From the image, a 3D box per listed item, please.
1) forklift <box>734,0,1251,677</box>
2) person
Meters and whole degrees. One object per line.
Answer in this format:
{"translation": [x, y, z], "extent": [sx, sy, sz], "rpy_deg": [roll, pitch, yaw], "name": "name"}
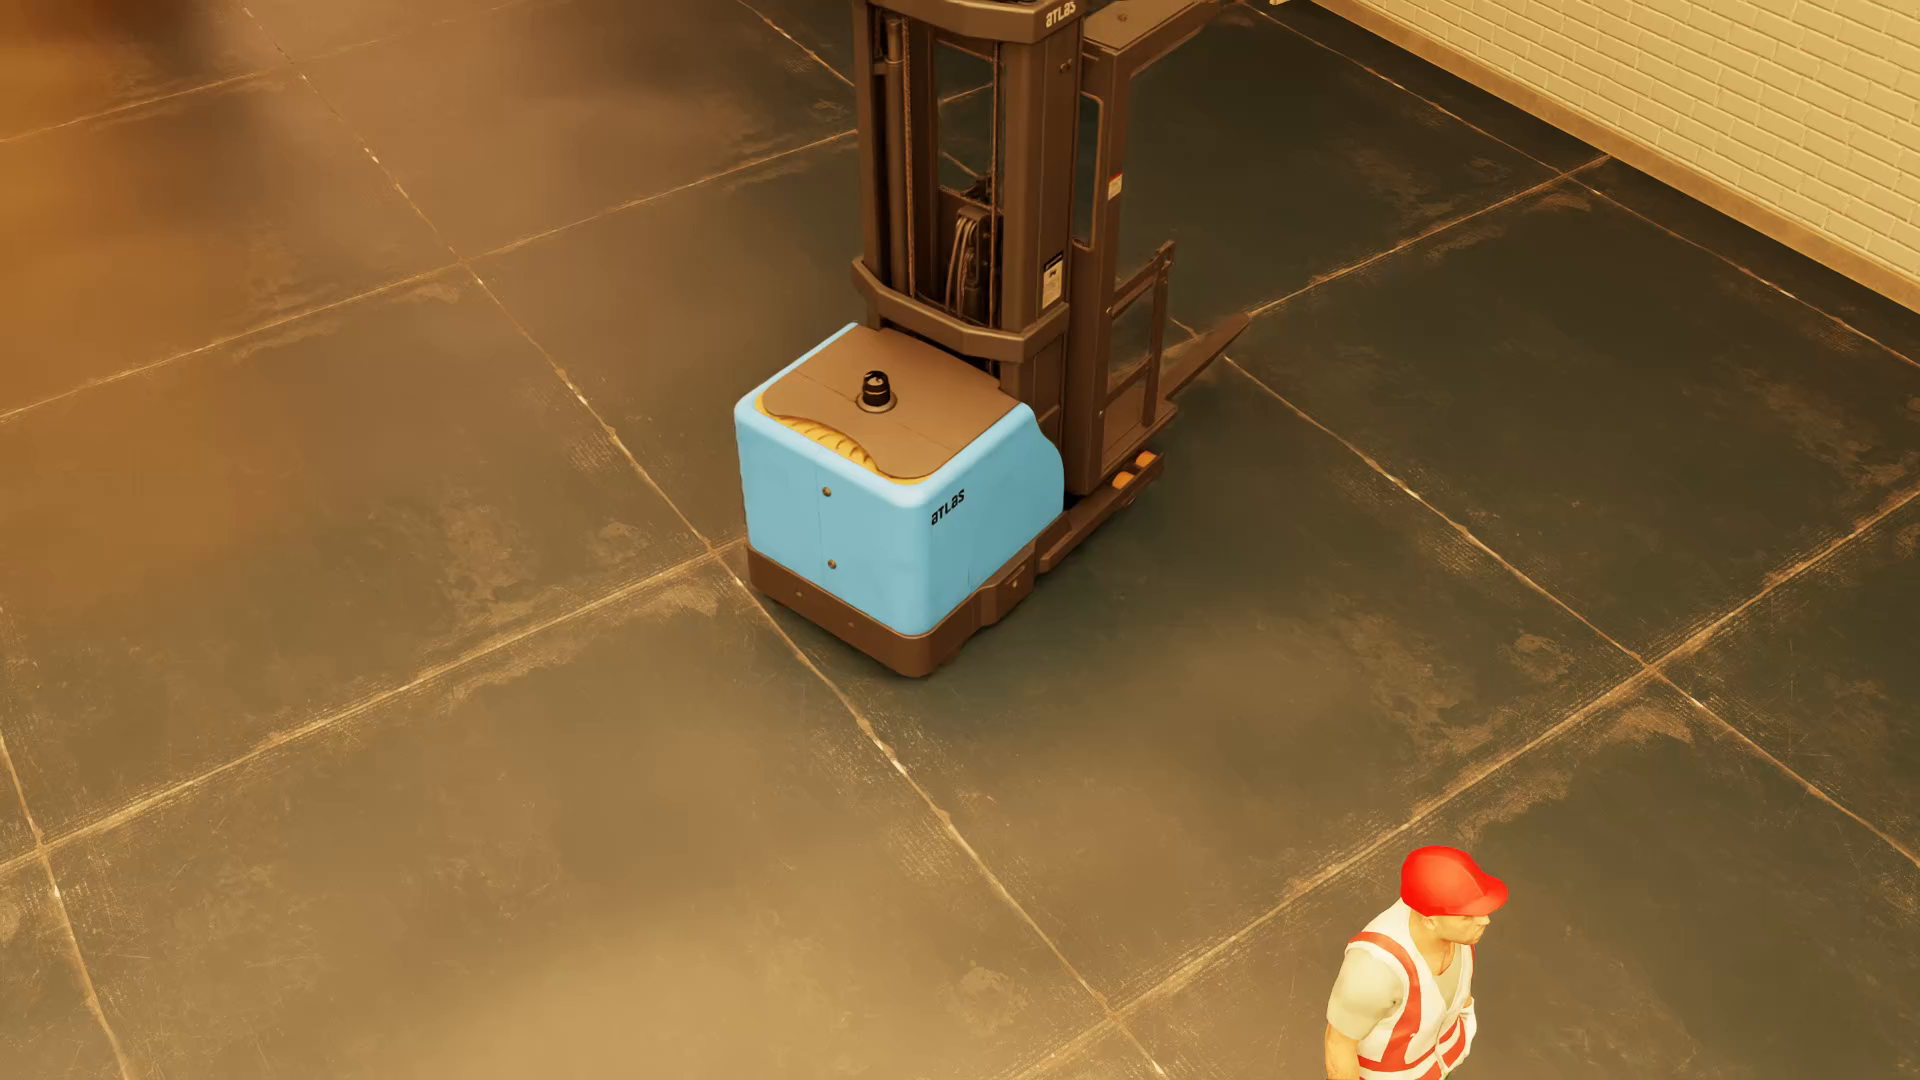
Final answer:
{"translation": [0.346, -1.433, 7.270], "extent": [1.130, 2.935, 3.031], "rpy_deg": [28, 50, 27], "name": "forklift"}
{"translation": [1.336, 1.574, 4.839], "extent": [0.637, 1.787, 0.564], "rpy_deg": [-33, 52, -30], "name": "person"}
